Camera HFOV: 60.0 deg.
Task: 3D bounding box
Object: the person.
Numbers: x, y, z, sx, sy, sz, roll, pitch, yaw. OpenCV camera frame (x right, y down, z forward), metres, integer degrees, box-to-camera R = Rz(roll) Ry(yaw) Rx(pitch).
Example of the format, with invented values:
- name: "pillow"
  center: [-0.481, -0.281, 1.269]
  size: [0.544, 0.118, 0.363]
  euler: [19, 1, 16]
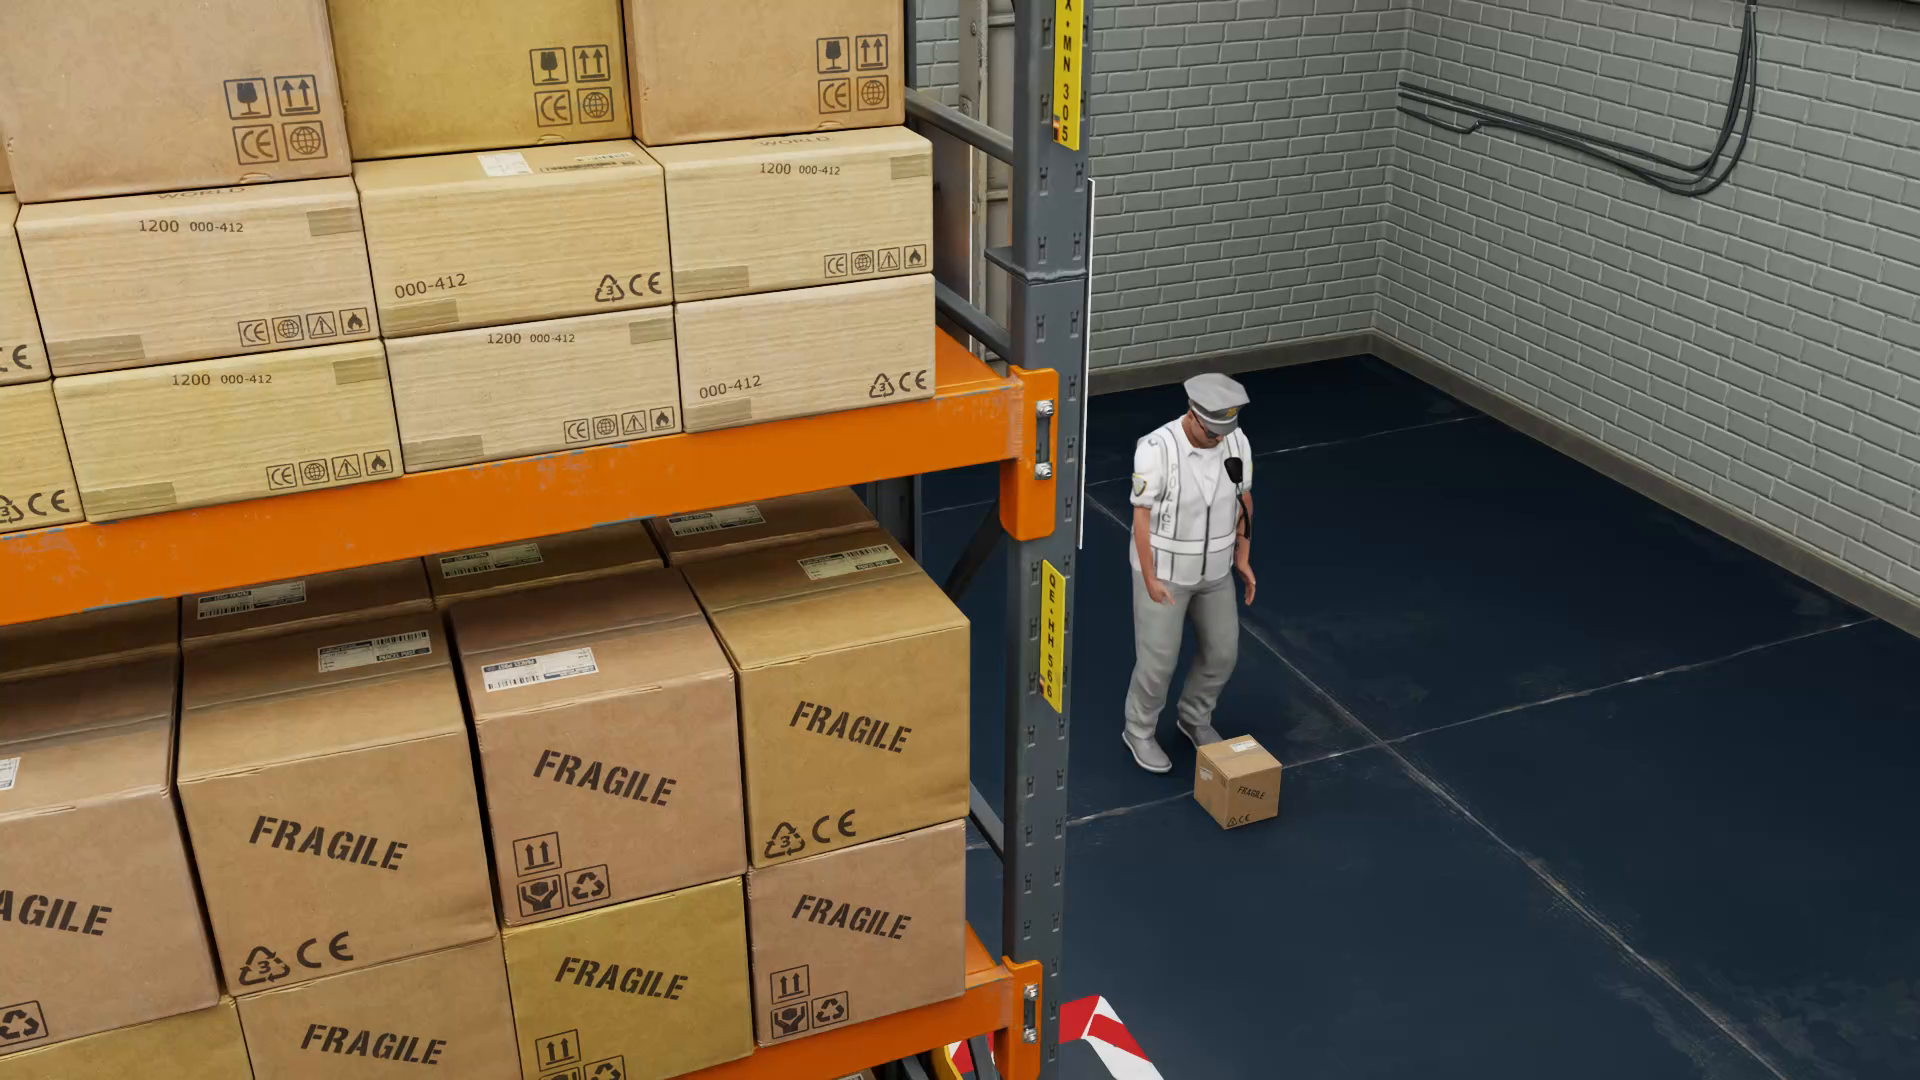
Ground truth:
- name: "person"
  center: [0.954, 0.125, 6.892]
  size: [0.547, 1.722, 0.440]
  euler: [-10, 27, -19]
